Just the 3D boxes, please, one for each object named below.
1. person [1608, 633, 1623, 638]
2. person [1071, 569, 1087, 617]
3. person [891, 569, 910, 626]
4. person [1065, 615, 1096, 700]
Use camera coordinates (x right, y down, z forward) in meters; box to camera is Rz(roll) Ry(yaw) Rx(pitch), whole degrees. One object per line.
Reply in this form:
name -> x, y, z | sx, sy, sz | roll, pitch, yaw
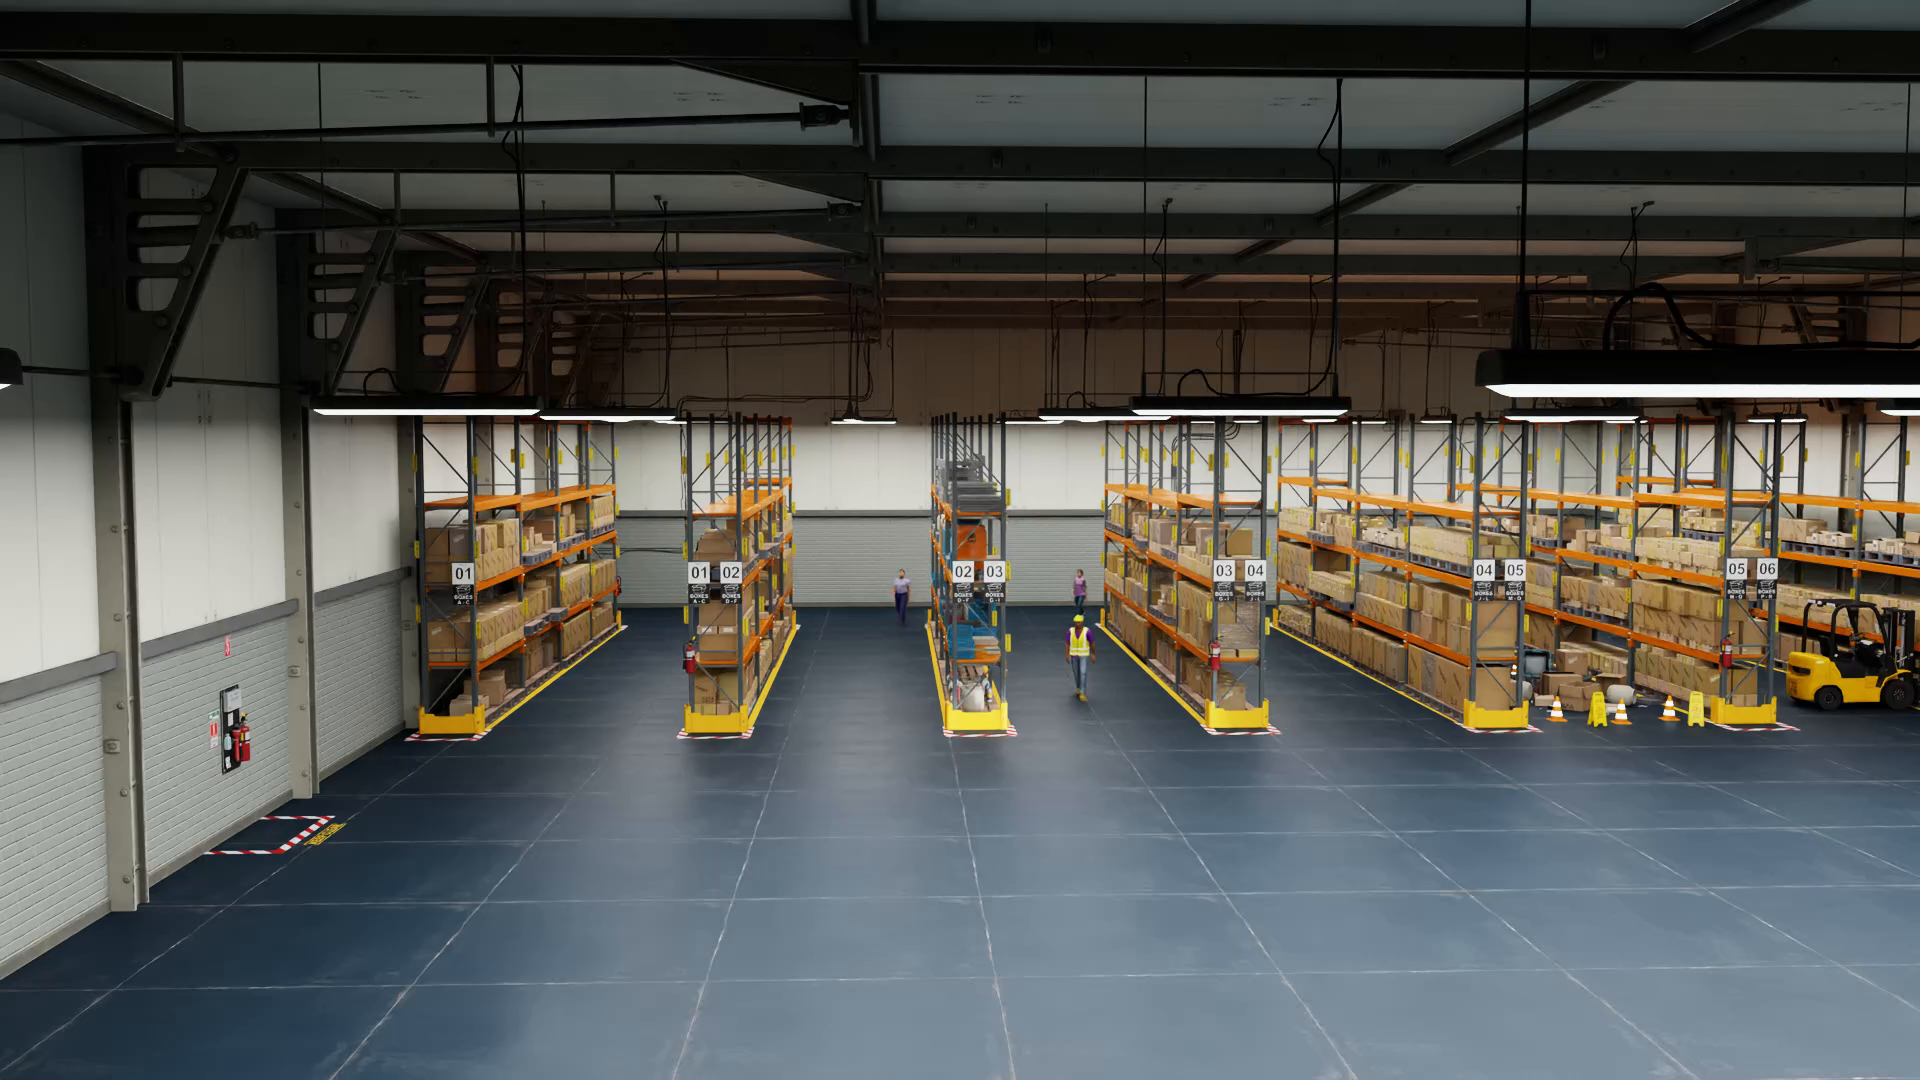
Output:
person -> 17.936, 1.840, 45.111 | 0.450, 1.722, 0.576 | -2, 4, -30
person -> 3.521, 1.615, 48.678 | 0.423, 1.548, 0.913 | 2, 4, 28
person -> -1.697, 1.639, 47.996 | 0.471, 1.595, 0.986 | 1, 4, 18
person -> 2.508, 2.448, 35.095 | 0.610, 1.732, 0.907 | 1, 4, 21
